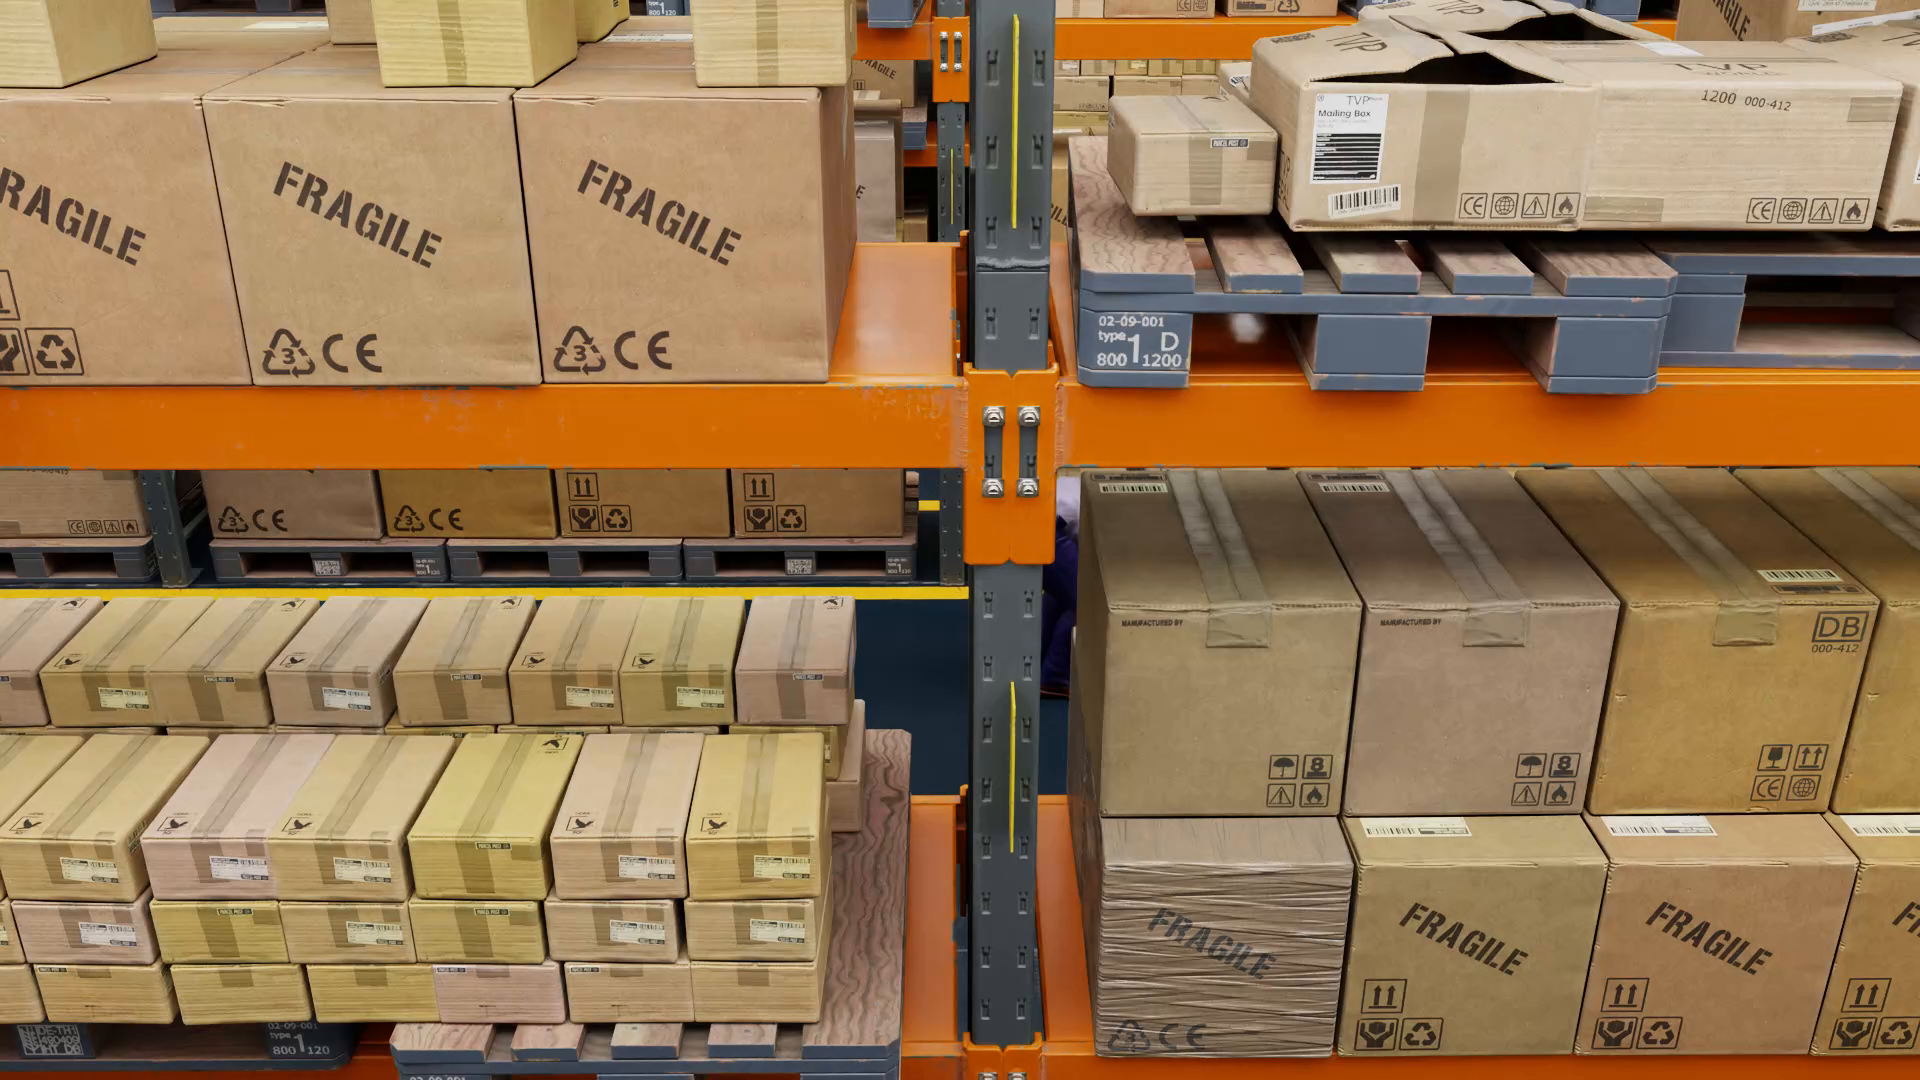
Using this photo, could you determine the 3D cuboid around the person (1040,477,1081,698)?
[{"bbox_3d":[0.630,0.190,7.488,0.909,1.003,0.476,-2,24,-4],"label":"person"}]
